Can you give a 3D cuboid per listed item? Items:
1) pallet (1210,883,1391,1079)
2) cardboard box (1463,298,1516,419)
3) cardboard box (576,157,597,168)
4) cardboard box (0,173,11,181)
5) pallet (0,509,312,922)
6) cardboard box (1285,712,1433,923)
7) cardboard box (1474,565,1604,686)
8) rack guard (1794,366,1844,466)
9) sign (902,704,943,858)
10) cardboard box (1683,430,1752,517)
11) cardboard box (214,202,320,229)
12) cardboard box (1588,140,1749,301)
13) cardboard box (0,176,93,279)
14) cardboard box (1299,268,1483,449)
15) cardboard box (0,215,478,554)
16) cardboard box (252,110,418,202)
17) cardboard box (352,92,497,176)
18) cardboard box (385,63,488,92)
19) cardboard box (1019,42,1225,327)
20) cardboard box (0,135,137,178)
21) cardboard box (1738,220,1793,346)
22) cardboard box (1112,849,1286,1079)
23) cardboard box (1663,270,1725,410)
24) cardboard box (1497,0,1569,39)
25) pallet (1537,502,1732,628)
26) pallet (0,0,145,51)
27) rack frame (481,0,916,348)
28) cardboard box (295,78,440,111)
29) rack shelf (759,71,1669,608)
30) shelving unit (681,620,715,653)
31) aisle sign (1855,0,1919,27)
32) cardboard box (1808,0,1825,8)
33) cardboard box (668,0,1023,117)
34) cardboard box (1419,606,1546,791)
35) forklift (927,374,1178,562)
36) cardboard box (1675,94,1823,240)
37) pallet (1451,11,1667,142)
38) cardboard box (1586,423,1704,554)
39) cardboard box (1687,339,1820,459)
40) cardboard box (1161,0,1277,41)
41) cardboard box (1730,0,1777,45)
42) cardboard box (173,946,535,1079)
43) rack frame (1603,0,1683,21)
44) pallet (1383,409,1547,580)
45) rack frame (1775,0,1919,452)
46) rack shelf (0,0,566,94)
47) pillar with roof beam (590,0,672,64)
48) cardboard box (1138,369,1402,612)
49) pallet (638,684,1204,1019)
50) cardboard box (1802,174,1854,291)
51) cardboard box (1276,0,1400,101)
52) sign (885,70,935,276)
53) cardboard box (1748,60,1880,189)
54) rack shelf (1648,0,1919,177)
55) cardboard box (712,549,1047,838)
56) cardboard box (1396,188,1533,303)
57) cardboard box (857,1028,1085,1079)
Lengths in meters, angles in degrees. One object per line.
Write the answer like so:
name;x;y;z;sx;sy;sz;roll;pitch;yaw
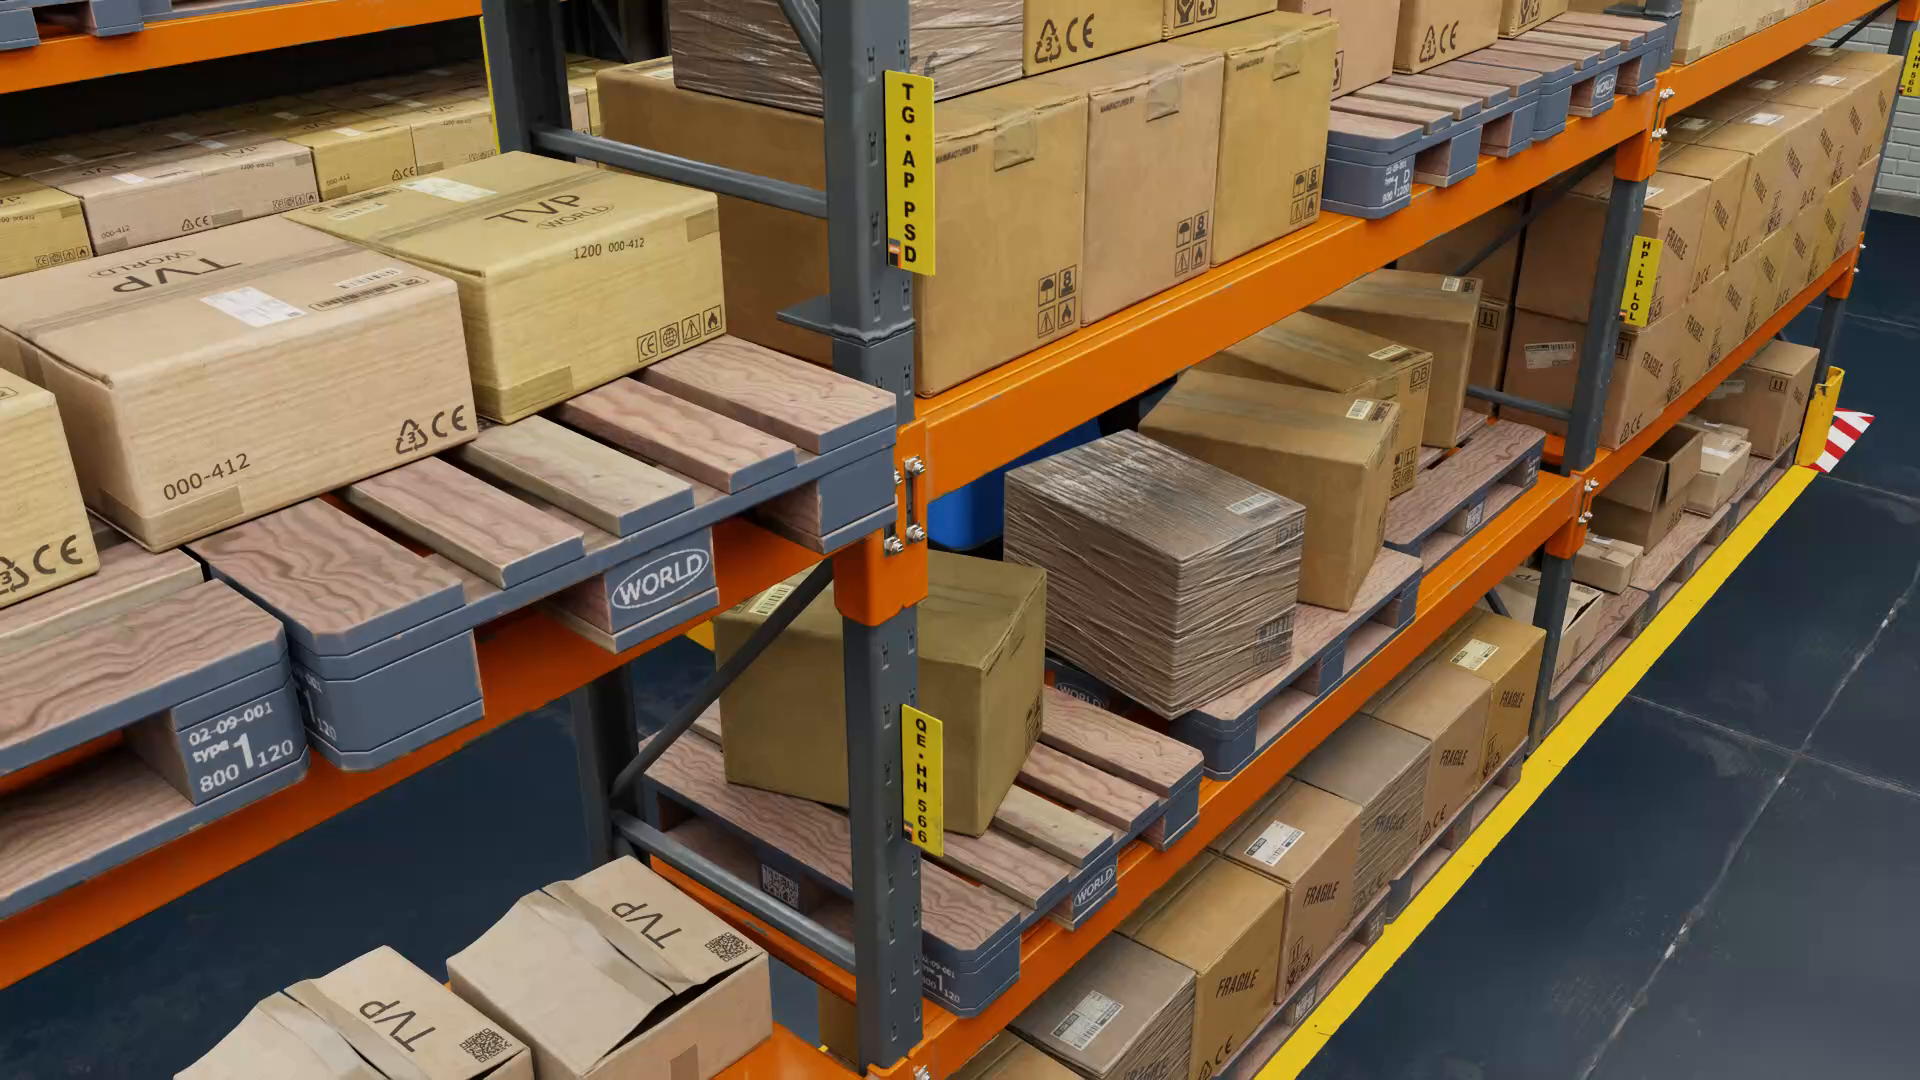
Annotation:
pallet;0.776;1.387;5.838;1.003;0.211;1.213;21;34;34
cardboard box;2.160;-0.882;7.081;0.500;0.500;0.500;21;34;35
cardboard box;-2.201;-1.796;8.503;0.500;0.500;0.500;21;34;35
cardboard box;-4.241;-1.368;6.860;0.500;0.250;0.500;22;34;36
pallet;-1.576;0.249;1.945;1.003;0.211;1.213;23;35;37
cardboard box;1.307;0.939;5.912;0.500;0.500;0.500;21;34;35
cardboard box;2.474;0.328;7.299;0.500;0.311;0.500;21;34;34
rack guard;4.536;-0.866;9.880;1.175;0.500;0.348;21;34;34
sign;-0.074;0.480;3.298;0.100;0.325;0.005;21;34;34
cardboard box;3.801;-0.385;8.743;0.500;0.250;0.500;21;34;34
cardboard box;-3.166;-1.255;7.457;0.500;0.500;0.500;21;34;34
cardboard box;2.885;-1.341;6.882;0.500;0.500;0.500;20;33;33
cardboard box;-3.823;-1.228;6.588;0.500;0.250;0.500;22;34;36
cardboard box;1.566;-0.713;6.299;0.700;0.500;0.500;9;29;18
cardboard box;-1.069;-0.251;2.412;0.500;0.250;0.500;22;34;36
cardboard box;-2.865;-1.769;7.635;0.500;0.250;0.500;20;33;33
cardboard box;-2.542;-1.950;7.985;0.500;0.250;0.500;22;34;35
cardboard box;-2.606;-2.276;8.614;0.500;0.250;0.500;21;34;35
cardboard box;0.072;-0.889;3.830;0.910;0.500;0.500;21;34;34
cardboard box;-3.909;-1.551;7.213;0.500;0.250;0.500;19;33;33
cardboard box;3.540;-1.270;7.832;0.500;0.500;0.500;20;34;34
cardboard box;0.657;1.306;5.202;0.500;0.500;0.500;20;34;34
cardboard box;2.898;-0.913;7.142;0.500;0.500;0.500;21;34;35
cardboard box;1.663;-2.036;5.481;0.600;0.600;0.600;17;32;30
pallet;3.253;-0.024;8.567;1.003;0.211;1.213;21;34;34
pallet;-3.961;-2.106;6.496;1.213;0.211;1.003;23;35;37
rack frame;-0.504;-1.831;2.497;1.000;3.000;0.127;21;34;34
cardboard box;-2.921;-2.096;8.267;0.500;0.250;0.500;19;33;33
rack shelf;0.768;-0.889;4.722;1.077;0.370;4.000;21;34;34
shelving unit;-0.770;-0.319;7.735;0.587;1.500;1.083;24;36;38
aisle sign;4.864;-3.093;8.634;0.394;0.787;0.004;21;34;34
cardboard box;3.496;-2.482;7.182;0.500;0.250;0.500;21;34;34
cardboard box;-0.222;-1.140;3.228;0.500;0.500;0.500;21;34;34
cardboard box;1.947;0.588;6.590;0.500;0.500;0.500;21;34;34
forklift;0.680;-1.626;8.702;1.130;2.935;3.031;24;36;38
cardboard box;3.540;-1.707;7.588;0.500;0.500;0.500;22;35;36
pallet;1.571;-1.623;5.563;1.213;0.211;1.003;21;34;34
cardboard box;3.231;-0.339;8.379;0.797;0.503;0.637;21;34;34
cardboard box;4.428;-0.824;9.319;0.500;0.500;0.500;21;34;34
cardboard box;0.427;-1.502;3.928;0.500;0.500;0.500;21;34;34
cardboard box;2.861;-2.127;6.495;0.500;0.250;0.500;21;34;34
cardboard box;-1.223;1.133;3.392;0.500;0.311;0.500;20;34;34
rack frame;2.040;-3.250;5.238;1.000;3.000;0.127;21;34;34
pallet;1.447;-0.248;6.175;1.003;0.211;1.213;21;34;34
rack frame;4.584;-2.003;9.358;1.000;3.000;0.127;21;34;34
rack shelf;-3.057;-2.335;7.518;1.077;0.370;4.000;21;34;34
pillar with roof beam;1.315;-3.939;6.570;9.100;9.000;0.400;21;34;34
cardboard box;0.964;-0.172;5.251;0.700;0.500;0.500;12;30;22
pallet;-0.127;0.658;4.423;1.213;0.211;1.003;21;34;34
cardboard box;4.182;-1.624;8.517;0.500;0.500;0.500;21;34;35
cardboard box;0.816;-1.562;4.565;0.600;0.600;0.600;19;33;33
sign;-0.081;-0.599;2.730;0.100;0.325;0.005;21;34;34
cardboard box;4.193;-2.074;8.298;0.500;0.500;0.500;22;34;36
rack shelf;3.312;-2.307;7.463;1.077;0.370;4.000;21;34;34
cardboard box;-0.191;0.346;4.251;0.700;0.500;0.500;10;29;18
cardboard box;2.162;-1.329;6.857;0.500;0.500;0.500;21;34;35
cardboard box;0.006;1.670;4.499;0.500;0.500;0.500;22;35;36
